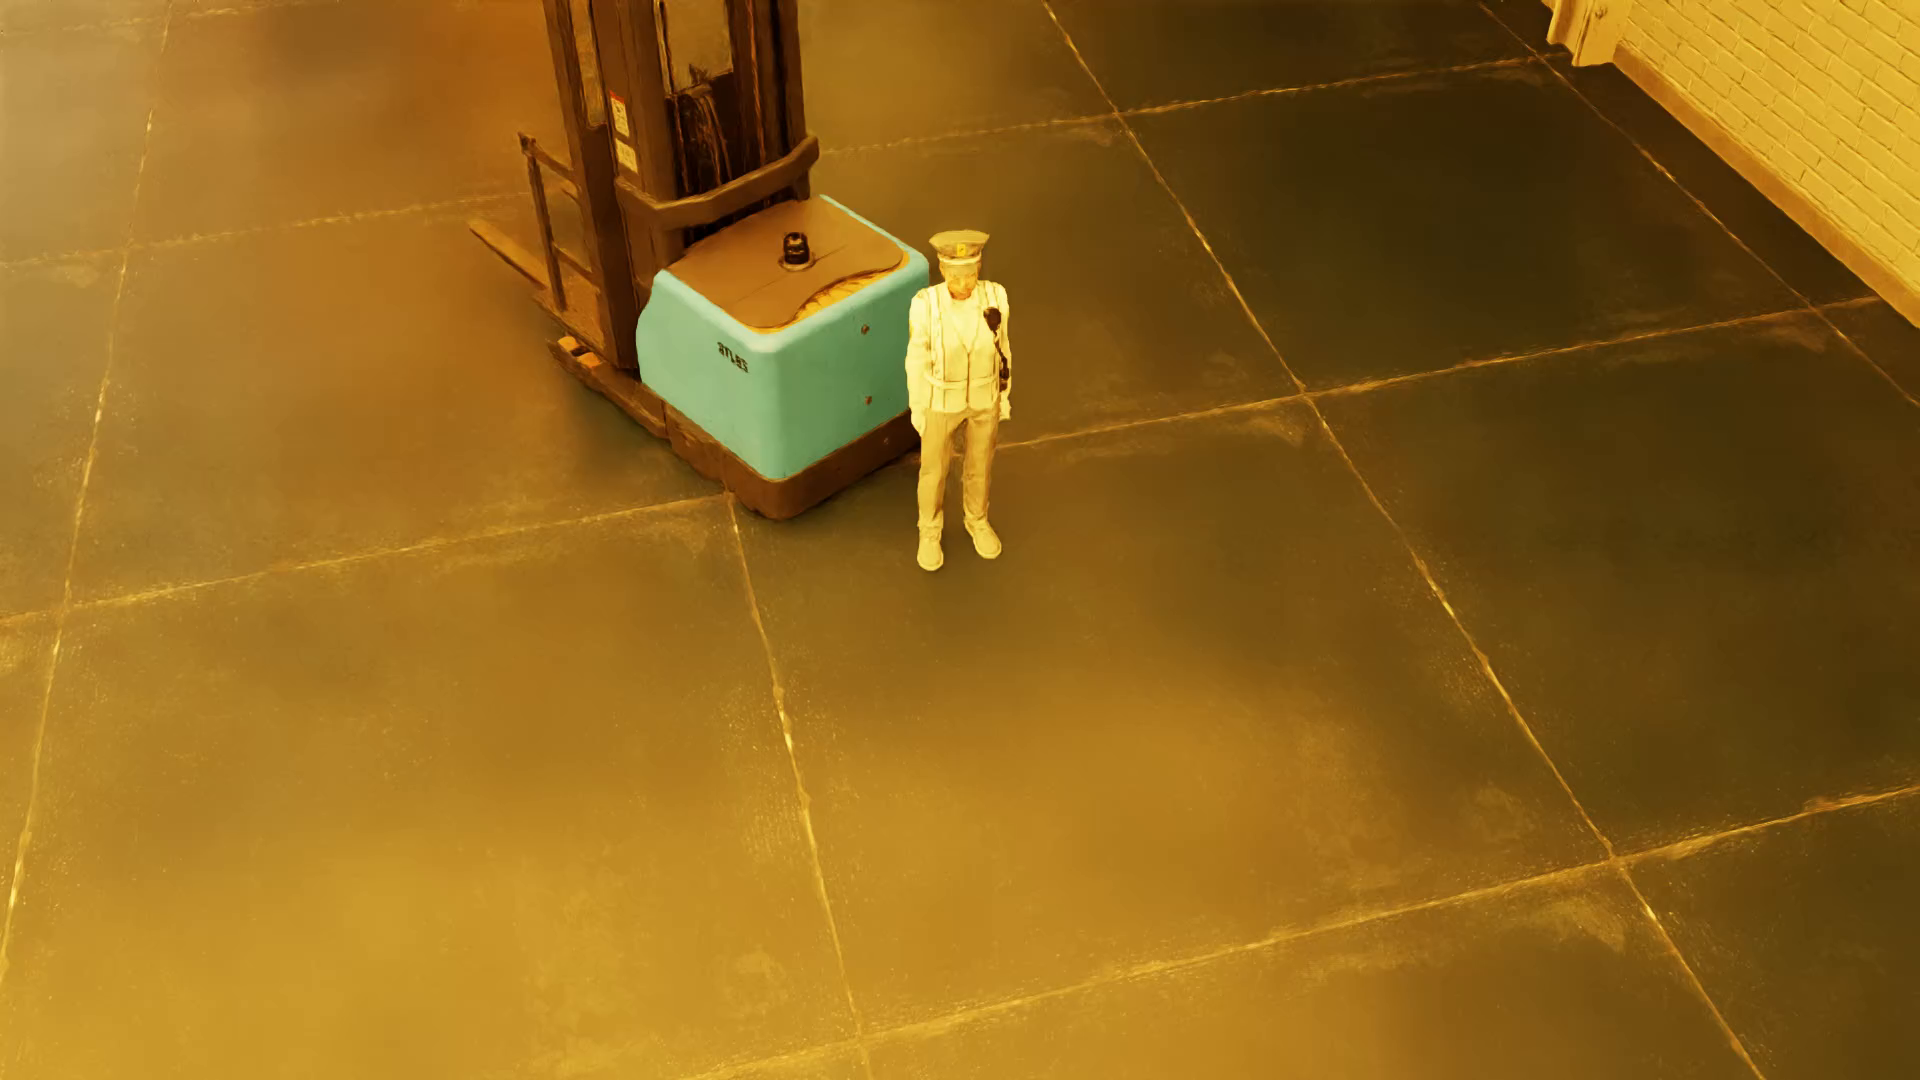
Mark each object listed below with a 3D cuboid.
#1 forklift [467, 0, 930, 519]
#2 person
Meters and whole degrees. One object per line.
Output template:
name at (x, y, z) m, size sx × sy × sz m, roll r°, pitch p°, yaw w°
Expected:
forklift at (-1.495, -2.084, 7.851) m, size 1.130 × 2.935 × 3.031 m, roll -33°, pitch 52°, yaw -30°
person at (0.005, -0.603, 7.190) m, size 0.463 × 1.692 × 0.337 m, roll -10°, pitch 44°, yaw -11°
